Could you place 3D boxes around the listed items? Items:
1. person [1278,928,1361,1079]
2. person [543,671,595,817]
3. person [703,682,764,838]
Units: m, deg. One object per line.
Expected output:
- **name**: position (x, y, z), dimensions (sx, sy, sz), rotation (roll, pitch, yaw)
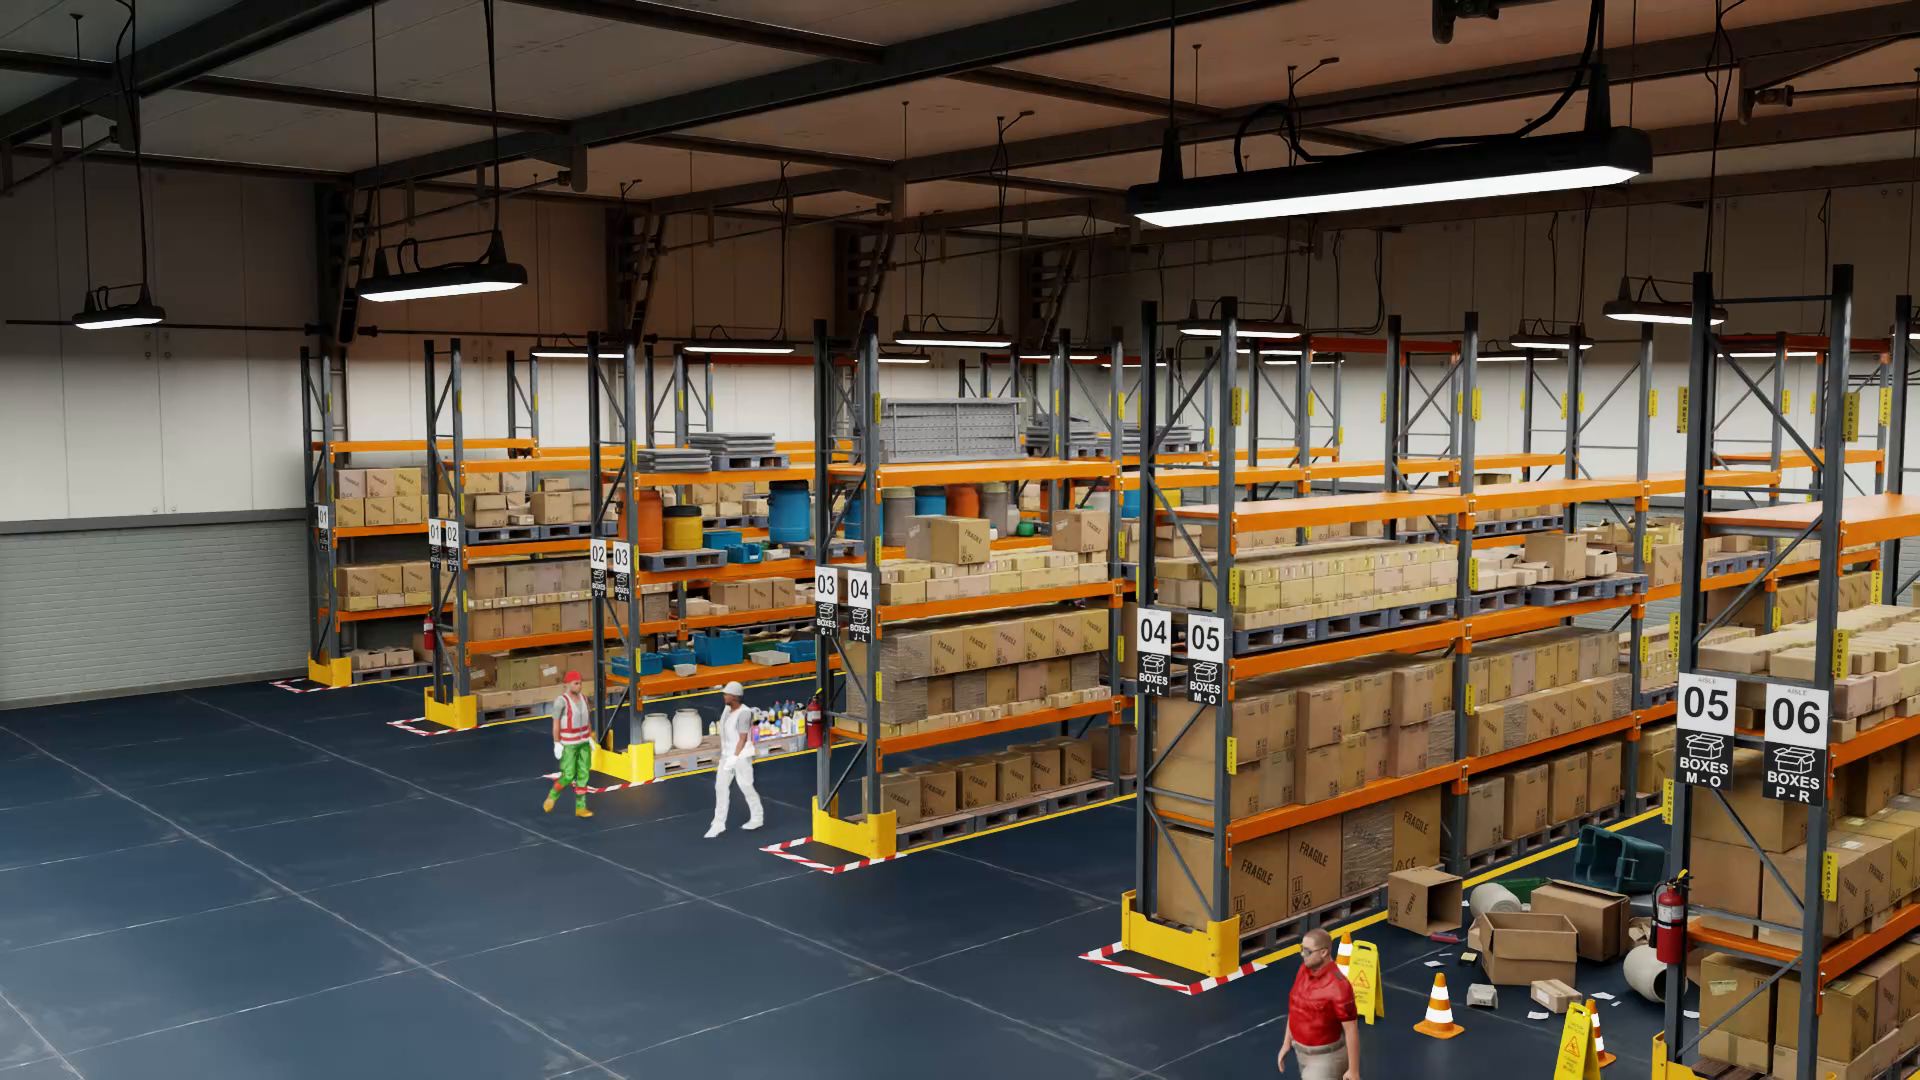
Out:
- **person**: position (2.253, 3.353, 10.749), dimensions (0.885, 1.689, 0.592), rotation (-1, 5, -15)
- **person**: position (-4.741, 2.477, 20.299), dimensions (0.627, 1.785, 0.558), rotation (4, 6, 37)
- **person**: position (-2.680, 2.577, 19.548), dimensions (0.754, 1.824, 0.571), rotation (-4, 6, -39)
